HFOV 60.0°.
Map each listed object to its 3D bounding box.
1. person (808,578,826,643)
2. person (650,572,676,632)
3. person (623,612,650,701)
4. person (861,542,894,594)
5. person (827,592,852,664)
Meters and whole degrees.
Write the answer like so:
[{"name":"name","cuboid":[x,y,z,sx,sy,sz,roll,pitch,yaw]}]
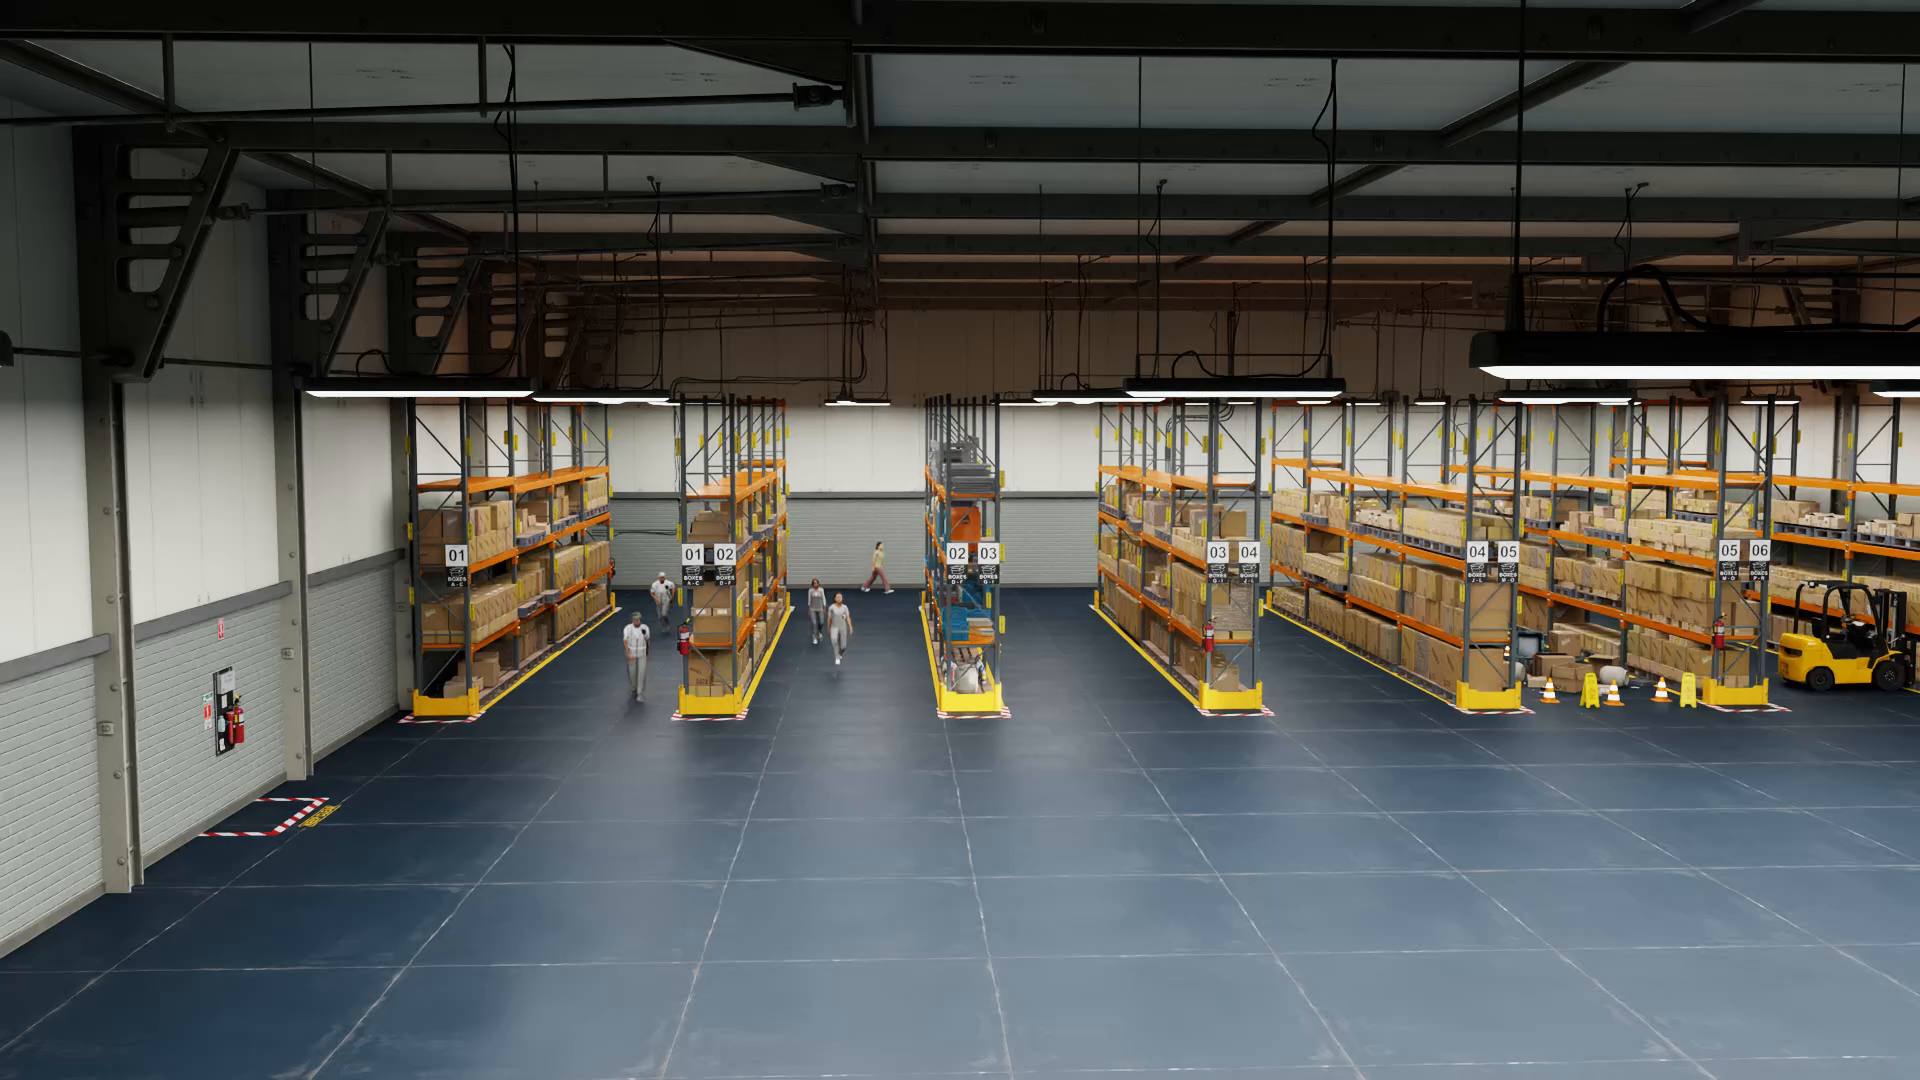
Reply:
[{"name":"person","cuboid":[-3.490,1.769,40.511,0.438,1.481,0.452,0,5,-5]},{"name":"person","cuboid":[-7.549,1.591,42.355,0.579,1.578,0.752,1,5,9]},{"name":"person","cuboid":[-6.380,2.267,32.826,0.528,1.699,0.978,-1,5,-14]},{"name":"person","cuboid":[-2.545,0.847,51.569,1.110,1.606,0.439,1,5,11]},{"name":"person","cuboid":[-2.589,1.872,35.790,0.493,1.494,1.040,-1,5,-16]}]
